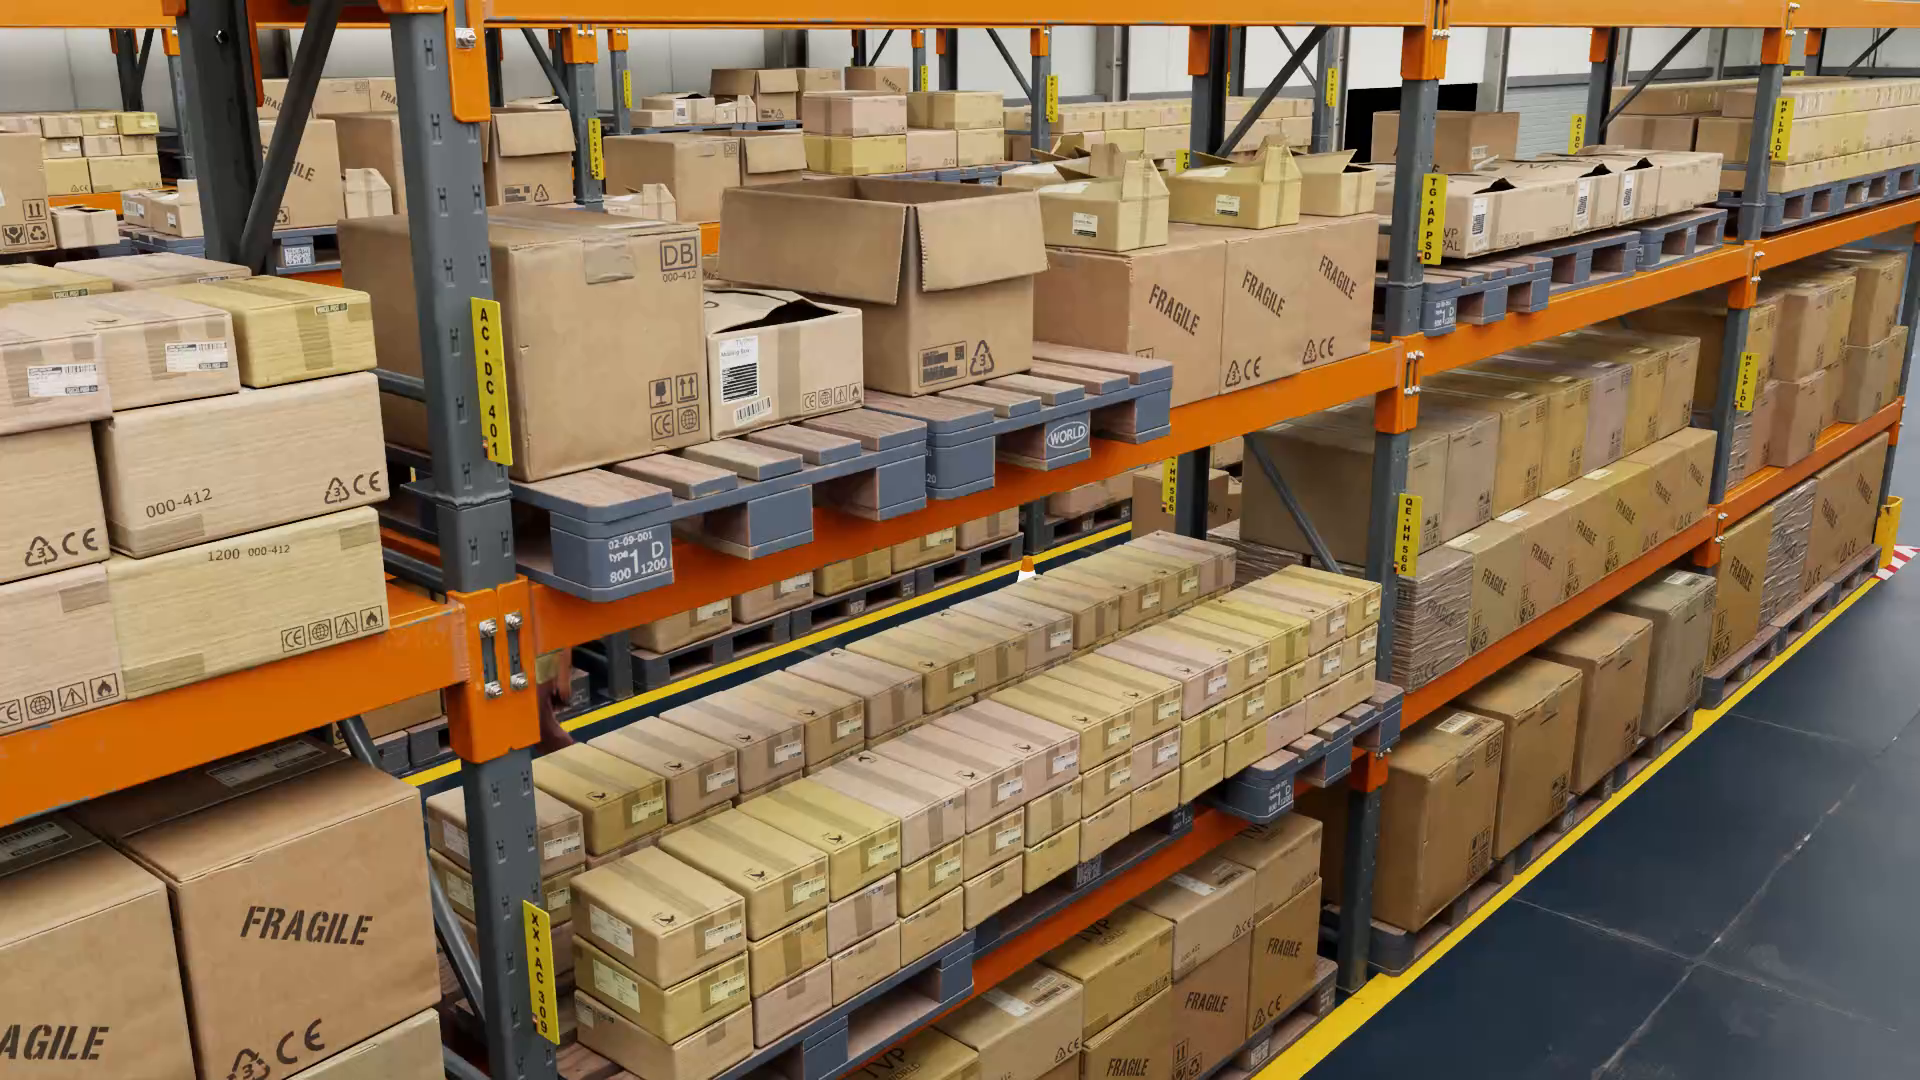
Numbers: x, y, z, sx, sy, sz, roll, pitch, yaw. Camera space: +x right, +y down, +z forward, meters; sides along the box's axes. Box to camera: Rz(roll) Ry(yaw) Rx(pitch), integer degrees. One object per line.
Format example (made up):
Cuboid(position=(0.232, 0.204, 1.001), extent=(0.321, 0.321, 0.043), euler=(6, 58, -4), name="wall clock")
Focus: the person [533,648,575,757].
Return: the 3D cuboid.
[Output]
Cuboid(position=(-2.255, 0.696, 8.241), extent=(0.459, 1.616, 0.969), euler=(16, 23, 42), name="person")
